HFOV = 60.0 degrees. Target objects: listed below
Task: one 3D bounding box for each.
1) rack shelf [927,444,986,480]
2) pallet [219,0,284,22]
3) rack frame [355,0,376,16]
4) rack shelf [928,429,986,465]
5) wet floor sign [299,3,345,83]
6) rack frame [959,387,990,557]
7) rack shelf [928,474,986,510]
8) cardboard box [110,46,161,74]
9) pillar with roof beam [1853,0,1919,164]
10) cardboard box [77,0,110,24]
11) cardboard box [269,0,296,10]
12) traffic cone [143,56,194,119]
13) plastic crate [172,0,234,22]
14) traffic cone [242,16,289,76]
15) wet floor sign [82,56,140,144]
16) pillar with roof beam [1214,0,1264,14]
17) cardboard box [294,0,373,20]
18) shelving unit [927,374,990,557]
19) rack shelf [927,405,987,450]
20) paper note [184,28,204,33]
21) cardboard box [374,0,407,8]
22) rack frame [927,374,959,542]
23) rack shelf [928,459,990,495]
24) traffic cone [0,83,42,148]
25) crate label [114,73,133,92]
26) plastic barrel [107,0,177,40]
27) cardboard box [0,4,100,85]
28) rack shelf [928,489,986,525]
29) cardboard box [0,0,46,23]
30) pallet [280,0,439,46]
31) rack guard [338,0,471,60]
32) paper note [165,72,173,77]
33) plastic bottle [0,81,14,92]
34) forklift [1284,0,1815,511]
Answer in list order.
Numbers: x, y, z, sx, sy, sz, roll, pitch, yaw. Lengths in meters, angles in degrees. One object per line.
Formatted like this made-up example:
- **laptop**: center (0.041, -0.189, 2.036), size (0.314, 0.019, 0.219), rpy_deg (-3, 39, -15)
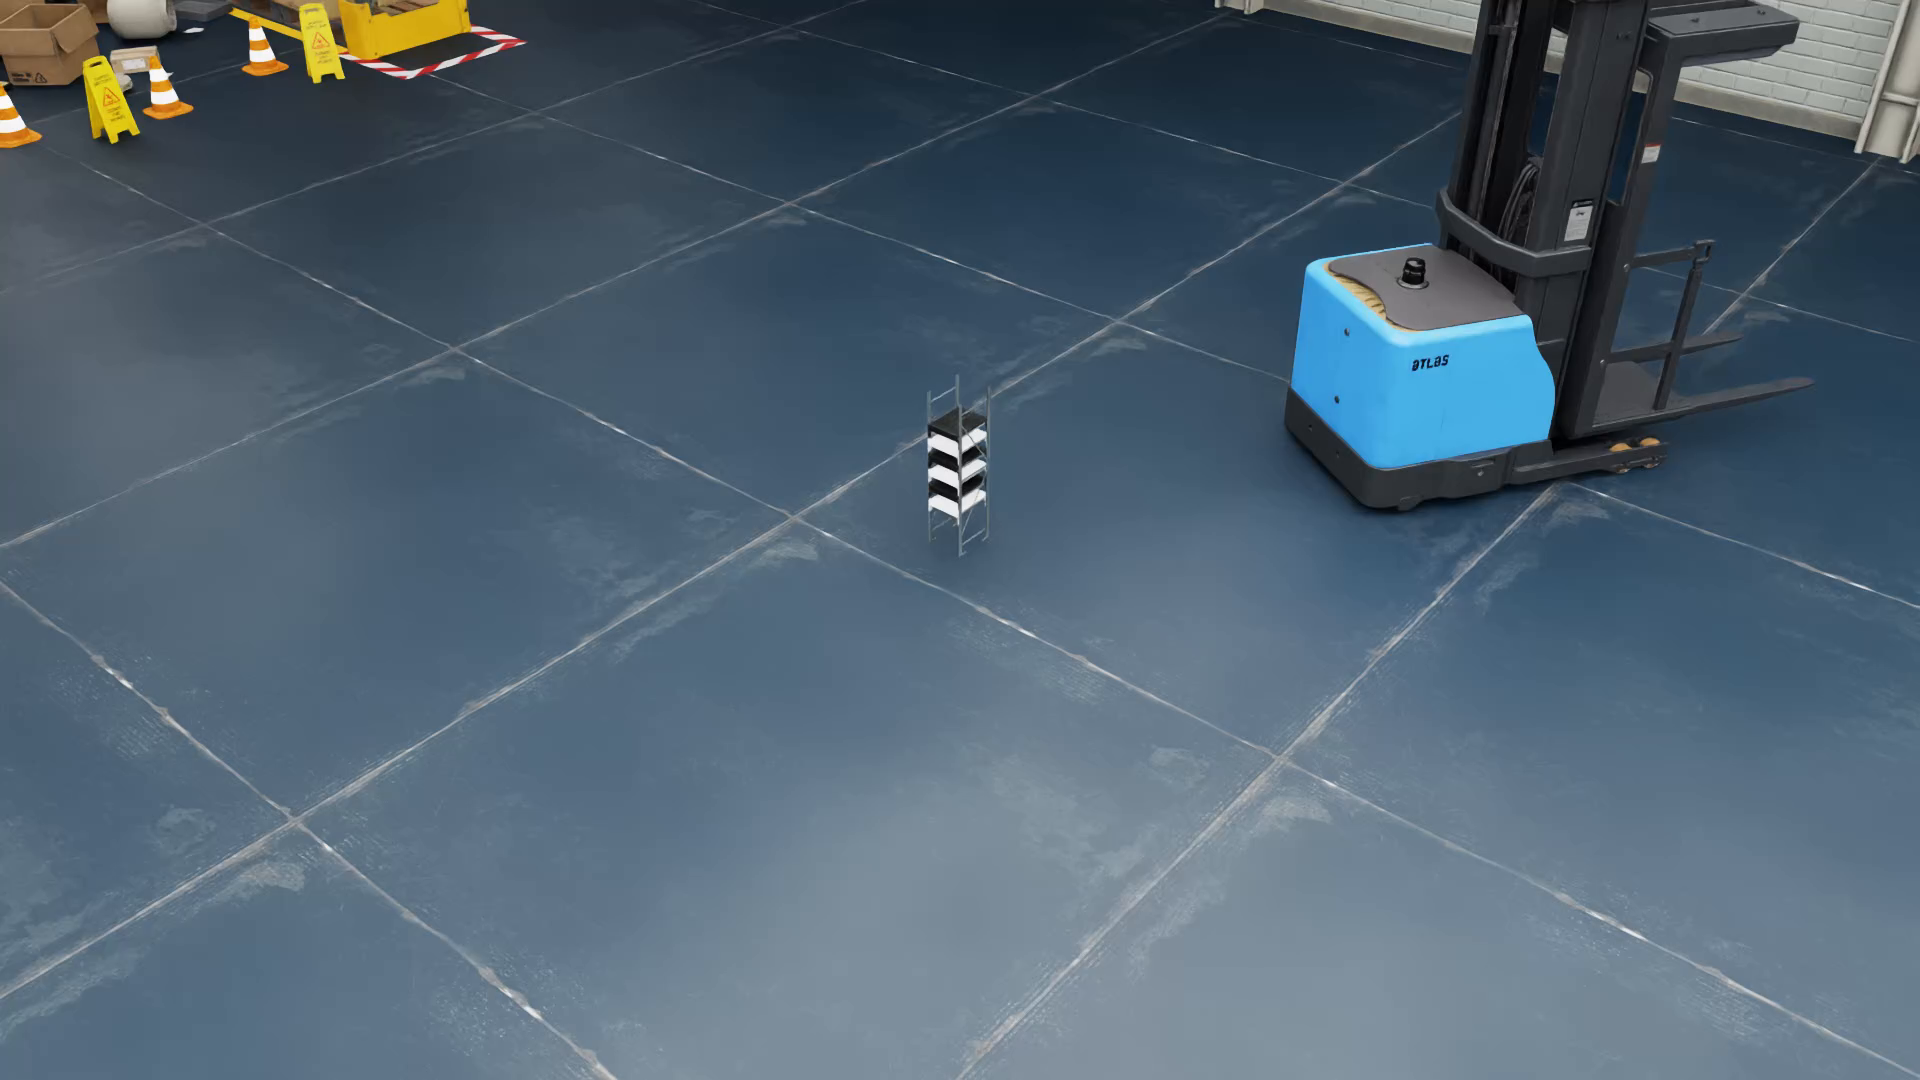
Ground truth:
- **rack shelf**: center (-0.006, -0.421, 8.467), size (0.200, 0.077, 0.258), rpy_deg (25, 42, 32)
- **pallet**: center (-6.661, -5.495, 16.565), size (1.213, 0.211, 1.003), rpy_deg (25, 42, 32)
- **rack frame**: center (-5.067, -5.866, 14.641), size (0.127, 3.000, 1.000), rpy_deg (25, 42, 32)
- **rack shelf**: center (-0.006, -0.495, 8.417), size (0.200, 0.077, 0.258), rpy_deg (25, 42, 32)
- **wet floor sign**: center (-5.606, -4.361, 14.530), size (0.267, 0.644, 0.232), rpy_deg (-18, 38, -25)
- **rack frame**: center (0.072, -0.337, 8.446), size (0.006, 0.900, 0.240), rpy_deg (25, 42, 32)
- **rack shelf**: center (-0.006, -0.272, 8.569), size (0.200, 0.077, 0.258), rpy_deg (25, 42, 32)
- **cardboard box**: center (-7.367, -4.286, 14.860), size (0.380, 0.149, 0.250), rpy_deg (-12, 36, -17)
- **pillar with roof beam**: center (4.615, -4.924, 7.971), size (0.400, 9.000, 9.100), rpy_deg (25, 42, 32)
- **cardboard box**: center (-8.189, -5.305, 16.031), size (0.500, 0.500, 0.500), rpy_deg (-6, 35, -8)
- **cardboard box**: center (-6.254, -5.272, 15.835), size (0.500, 0.250, 0.500), rpy_deg (25, 42, 32)
- **traffic cone**: center (-6.672, -3.808, 13.887), size (0.334, 0.463, 0.336), rpy_deg (25, 42, 32)
- **plastic crate**: center (-7.459, -5.186, 16.230), size (0.583, 0.080, 0.402), rpy_deg (12, 36, 16)
- **traffic cone**: center (-6.223, -4.414, 14.769), size (0.334, 0.463, 0.336), rpy_deg (25, 42, 32)
- **wet floor sign**: center (-6.868, -3.556, 13.358), size (0.232, 0.644, 0.267), rpy_deg (18, 38, 24)
- **pillar with roof beam**: center (0.004, -7.098, 11.136), size (0.400, 9.000, 9.100), rpy_deg (25, 42, 32)
- **cardboard box**: center (-5.879, -5.090, 15.570), size (0.500, 0.250, 0.500), rpy_deg (25, 42, 32)
- **shelving unit**: center (-0.006, -0.374, 8.500), size (0.210, 0.900, 0.258), rpy_deg (25, 42, 32)
- **rack shelf**: center (-0.006, -0.569, 8.366), size (0.200, 0.077, 0.258), rpy_deg (25, 42, 32)
- **paper note**: center (-7.262, -4.840, 15.771), size (0.148, 0.019, 0.142), rpy_deg (12, 36, 16)
- **cardboard box**: center (-5.510, -5.318, 15.902), size (0.500, 0.250, 0.500), rpy_deg (25, 42, 31)
- **rack frame**: center (-0.084, -0.411, 8.553), size (0.006, 0.900, 0.240), rpy_deg (25, 42, 32)
- **rack shelf**: center (-0.006, -0.346, 8.518), size (0.200, 0.077, 0.258), rpy_deg (25, 42, 32)
- **traffic cone**: center (-7.656, -3.440, 13.350), size (0.334, 0.463, 0.336), rpy_deg (25, 42, 32)
- **crate label**: center (-7.316, -3.932, 14.354), size (0.298, 0.136, 0.250), rpy_deg (6, 35, 8)
- **plastic barrel**: center (-7.623, -4.893, 15.501), size (0.512, 0.421, 0.421), rpy_deg (-6, 35, -8)
- **cardboard box**: center (-8.037, -4.371, 14.671), size (0.637, 0.503, 0.797), rpy_deg (0, 34, 0)
- **rack shelf**: center (-0.006, -0.198, 8.620), size (0.200, 0.077, 0.258), rpy_deg (25, 42, 32)
- **cardboard box**: center (-8.761, -4.762, 15.120), size (0.503, 0.637, 0.797), rpy_deg (25, 42, 32)
- **pallet**: center (-5.727, -5.053, 15.922), size (1.213, 0.211, 1.003), rpy_deg (25, 42, 32)
- **rack guard**: center (-5.126, -4.863, 15.389), size (0.348, 0.500, 1.175), rpy_deg (25, 42, 32)
- **paper note**: center (-7.067, -4.118, 14.719), size (0.142, 0.019, 0.148), rpy_deg (12, 36, 16)
- **plastic bottle**: center (-8.375, -3.938, 14.431), size (0.283, 0.061, 0.133), rpy_deg (12, 36, 16)
- **forklift**: center (3.447, -1.854, 8.860), size (3.031, 2.935, 1.130), rpy_deg (-11, 36, -15)
